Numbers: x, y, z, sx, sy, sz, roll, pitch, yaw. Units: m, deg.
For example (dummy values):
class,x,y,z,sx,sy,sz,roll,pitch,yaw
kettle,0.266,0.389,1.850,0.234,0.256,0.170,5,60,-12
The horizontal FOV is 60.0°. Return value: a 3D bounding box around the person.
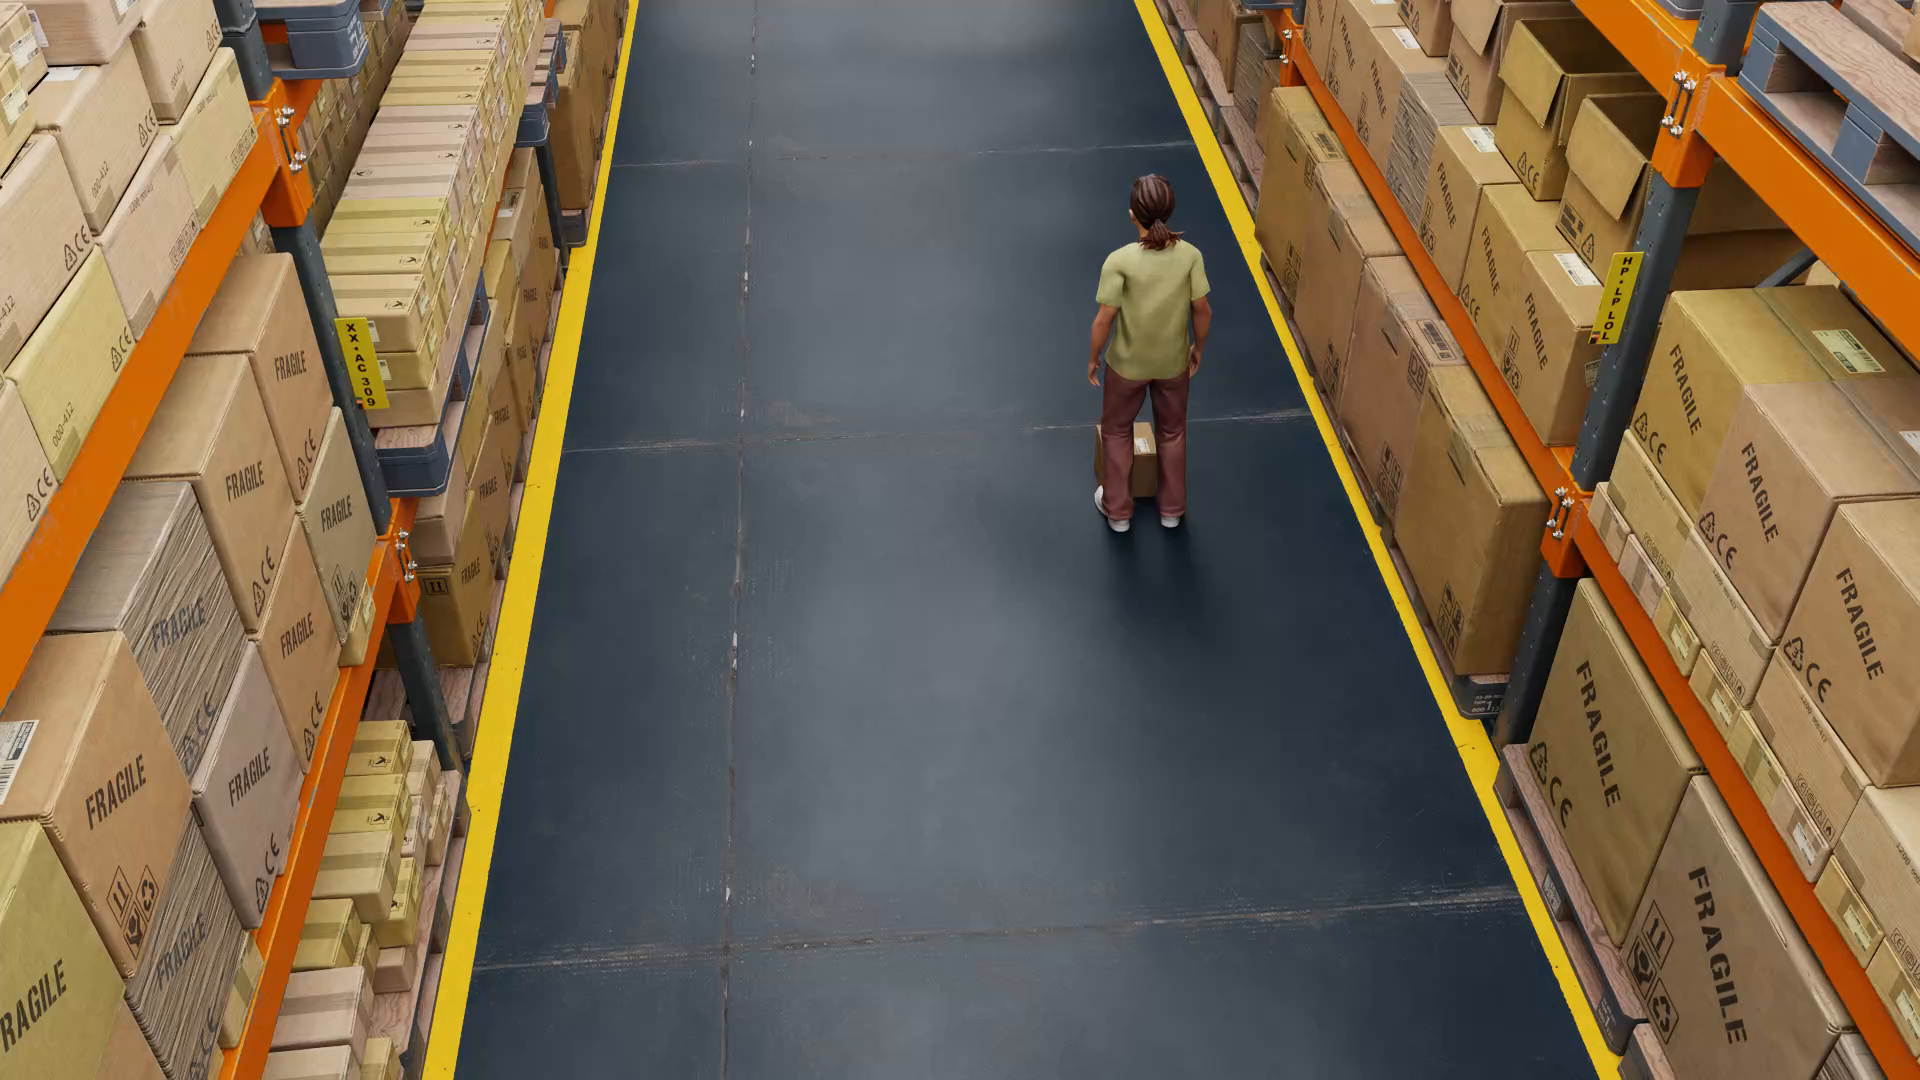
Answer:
class,x,y,z,sx,sy,sz,roll,pitch,yaw
person,0.796,-0.764,7.090,0.520,1.673,0.353,-5,40,-6
